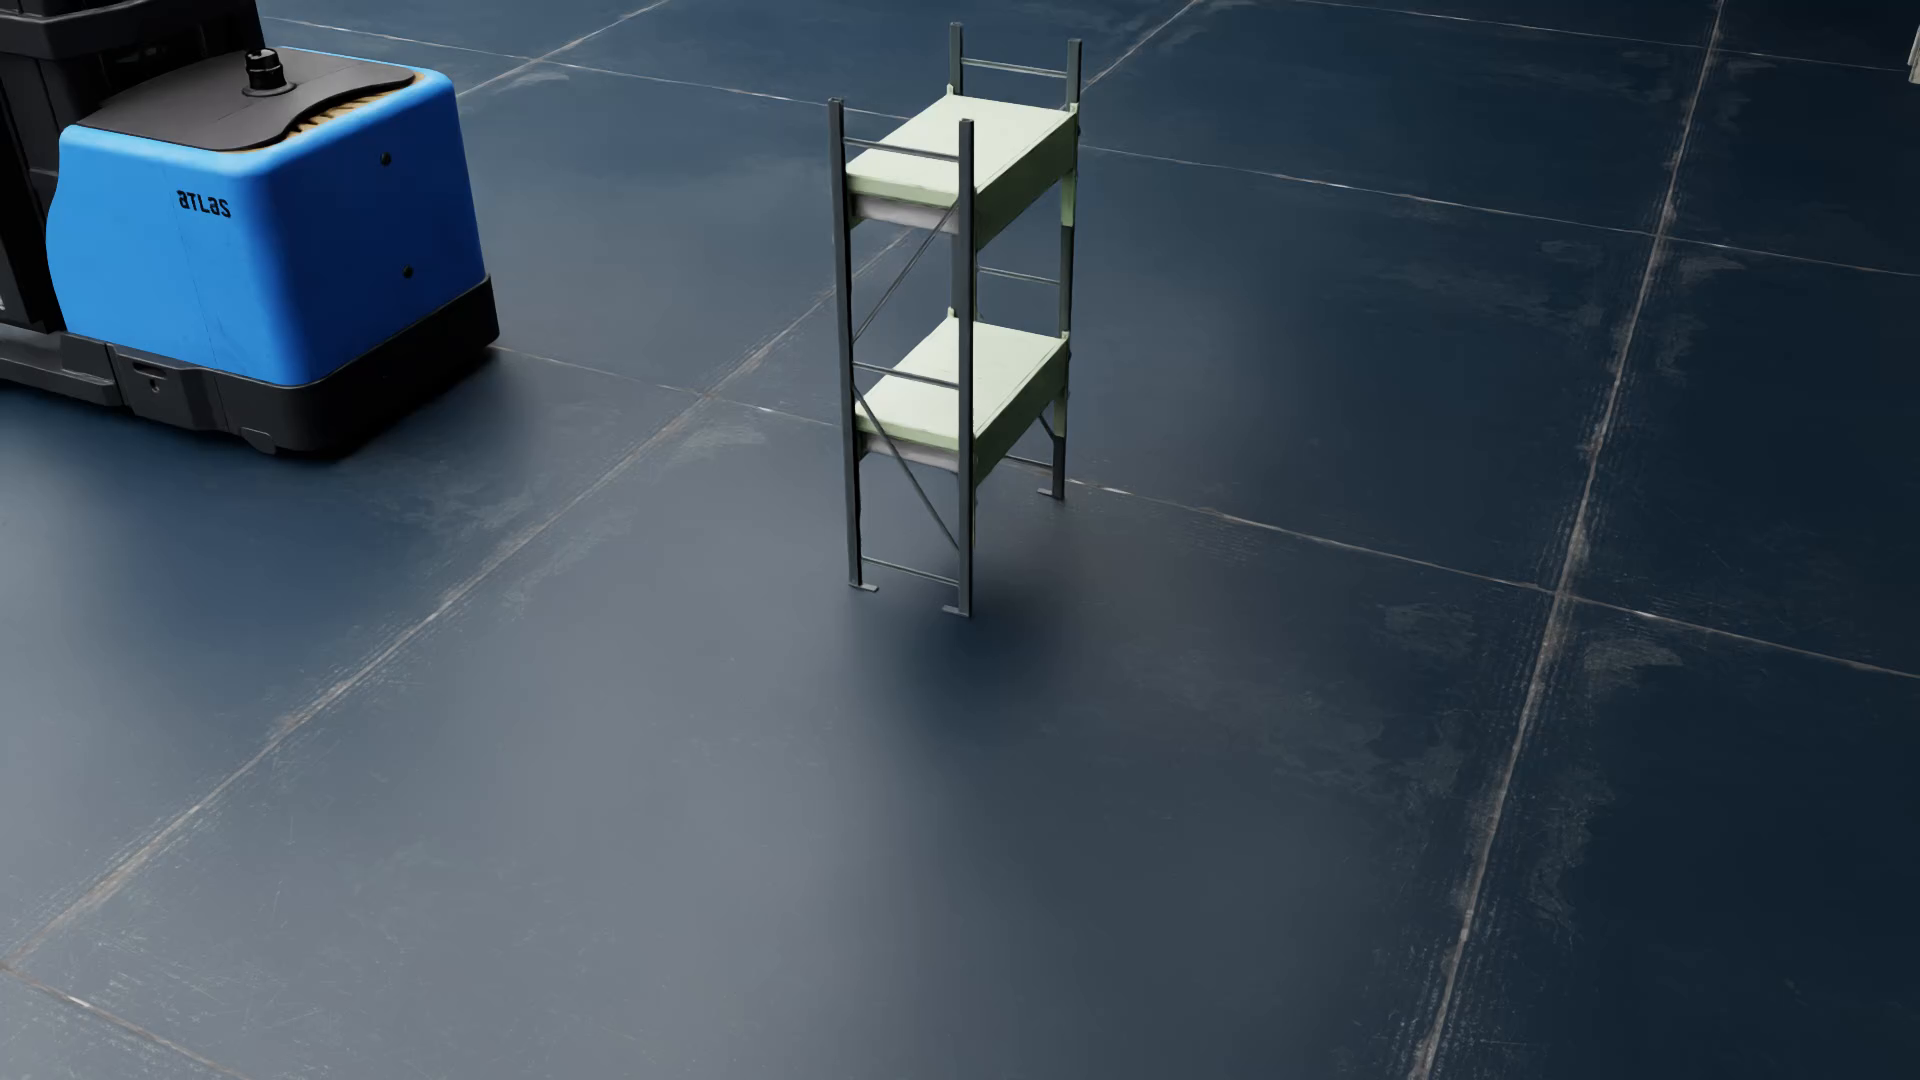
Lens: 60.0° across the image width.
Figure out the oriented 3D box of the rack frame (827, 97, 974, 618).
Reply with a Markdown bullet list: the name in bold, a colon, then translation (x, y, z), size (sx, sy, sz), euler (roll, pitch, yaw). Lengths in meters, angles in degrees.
- **rack frame**: translation (-0.150, -0.448, 4.566), size (0.400, 1.500, 0.023), euler (14, 36, 20)

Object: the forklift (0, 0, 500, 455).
- **forklift**: translation (-3.306, -2.048, 5.700), size (3.031, 2.935, 1.130), euler (14, 36, 20)

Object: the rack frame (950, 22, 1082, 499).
- **rack frame**: translation (0.156, -0.813, 5.122), size (0.400, 1.500, 0.023), euler (14, 36, 20)

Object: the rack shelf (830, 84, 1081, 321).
- **rack shelf**: translation (0.003, -0.957, 4.630), size (0.431, 0.370, 0.720), euler (14, 36, 20)

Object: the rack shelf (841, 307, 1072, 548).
- **rack shelf**: translation (0.003, -0.358, 5.023), size (0.431, 0.370, 0.720), euler (14, 36, 20)

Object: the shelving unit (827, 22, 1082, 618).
- **shelving unit**: translation (0.003, -0.631, 4.844), size (0.431, 1.500, 0.755), euler (14, 36, 20)
